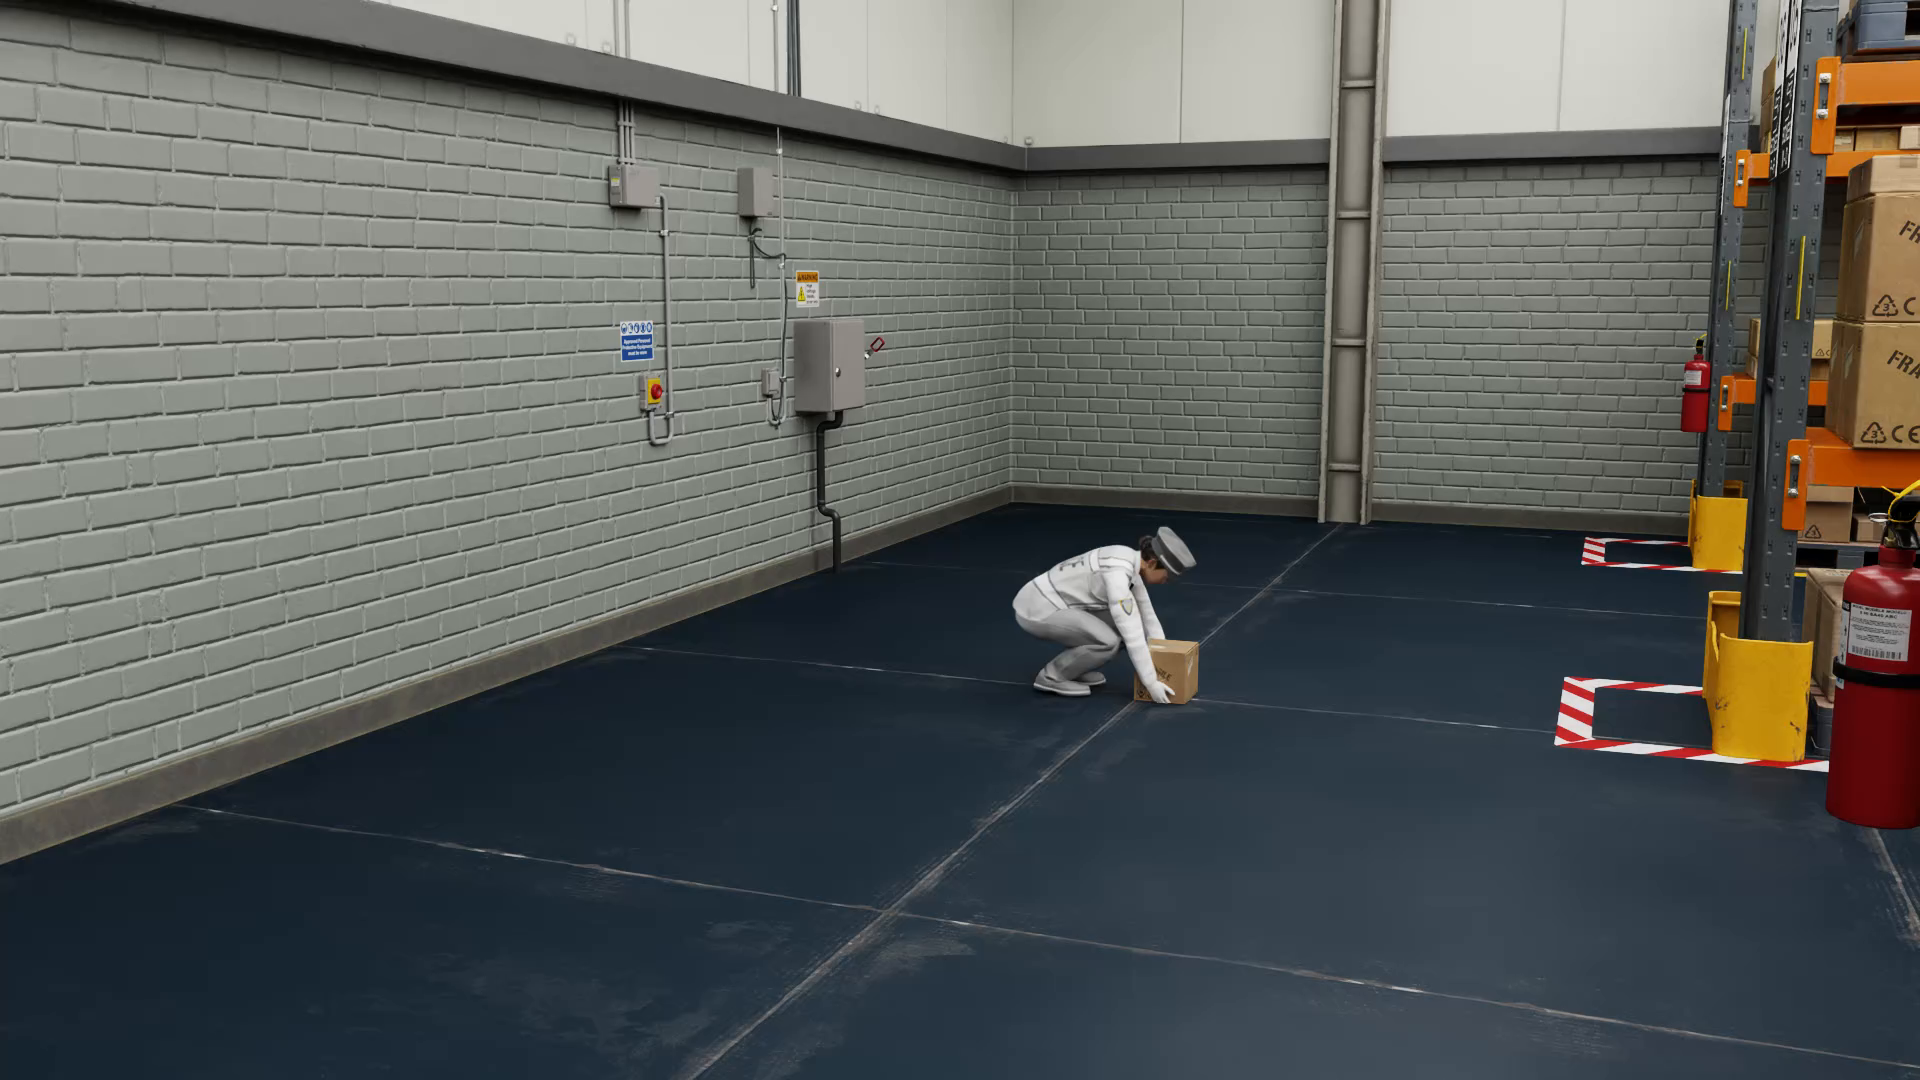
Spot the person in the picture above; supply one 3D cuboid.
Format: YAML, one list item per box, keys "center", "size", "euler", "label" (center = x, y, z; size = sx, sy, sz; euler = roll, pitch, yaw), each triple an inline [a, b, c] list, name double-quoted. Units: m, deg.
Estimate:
- center: [0.693, 0.348, 8.002]
  size: [0.869, 0.848, 0.475]
  euler: [3, 9, 21]
  label: "person"
